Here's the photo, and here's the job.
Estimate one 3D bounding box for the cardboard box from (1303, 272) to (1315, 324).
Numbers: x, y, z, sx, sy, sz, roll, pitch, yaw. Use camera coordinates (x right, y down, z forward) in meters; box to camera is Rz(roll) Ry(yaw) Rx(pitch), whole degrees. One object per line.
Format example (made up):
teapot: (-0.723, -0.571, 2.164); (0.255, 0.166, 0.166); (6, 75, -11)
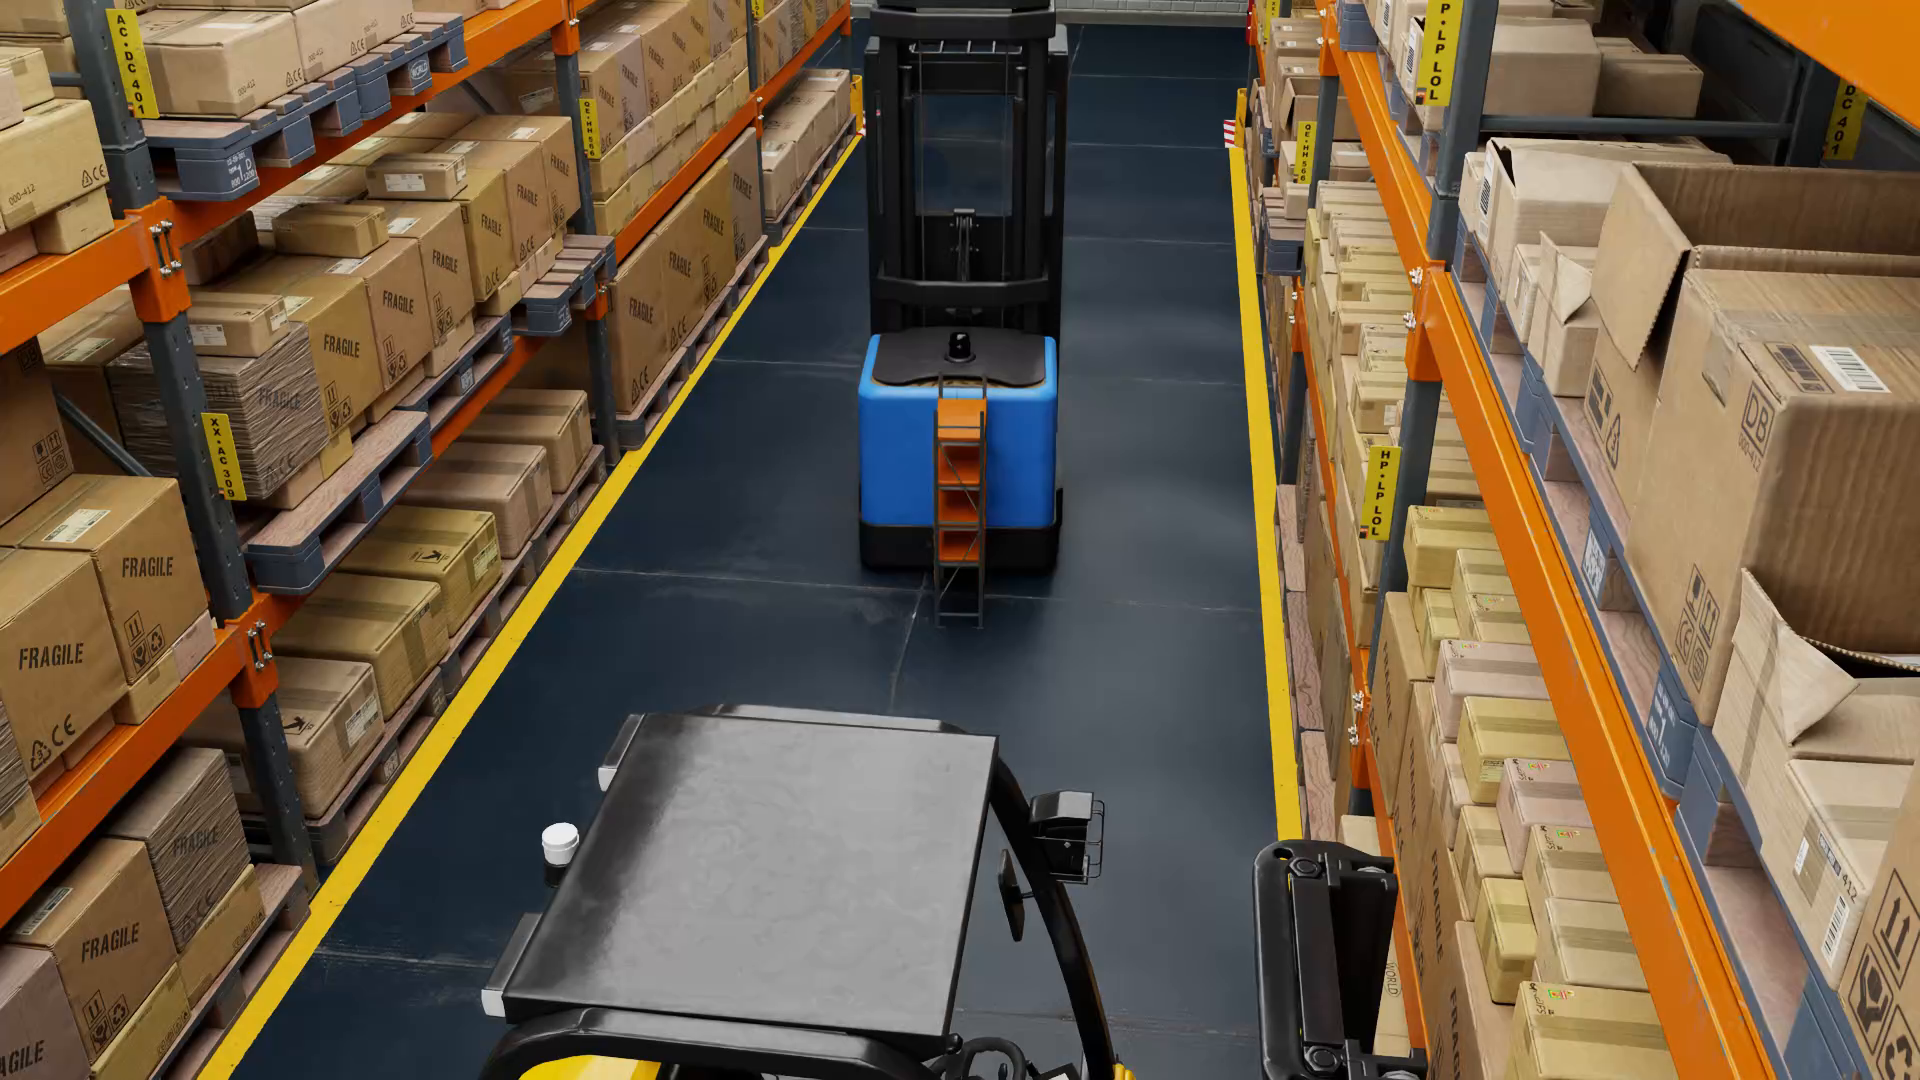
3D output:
cardboard box: (2.054, -1.266, 8.595); (0.500, 0.250, 0.500); (3, 29, 6)

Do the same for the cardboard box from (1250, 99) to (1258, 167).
cardboard box: (3.019, -3.694, 15.137); (0.700, 0.500, 0.500); (4, 29, 8)

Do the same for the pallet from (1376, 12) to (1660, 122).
pallet: (2.222, -1.913, 6.674); (1.003, 0.211, 1.213); (5, 29, 9)

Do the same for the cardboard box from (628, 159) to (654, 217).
cardboard box: (-2.221, -2.206, 10.340); (0.500, 0.250, 0.500); (3, 28, 5)

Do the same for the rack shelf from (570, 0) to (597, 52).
rack shelf: (-2.331, -3.759, 10.660); (1.077, 0.370, 4.000); (3, 28, 6)

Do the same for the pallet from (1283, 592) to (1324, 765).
pallet: (2.059, 0.659, 7.804); (1.003, 0.211, 1.213); (3, 28, 6)

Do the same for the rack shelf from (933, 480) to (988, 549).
rack shelf: (0.004, -0.137, 8.381); (0.258, 0.148, 0.480); (1, 28, 2)

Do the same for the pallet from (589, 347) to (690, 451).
pallet: (-2.404, -0.952, 10.795); (1.003, 0.211, 1.213); (3, 28, 6)

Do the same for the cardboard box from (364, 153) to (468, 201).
cardboard box: (-2.496, -1.672, 7.646); (0.380, 0.149, 0.250); (2, 28, 4)

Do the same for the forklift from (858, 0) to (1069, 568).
forklift: (0.042, -1.803, 9.506); (1.130, 2.935, 3.031); (1, 28, 2)

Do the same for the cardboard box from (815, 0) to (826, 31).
cardboard box: (-1.522, -4.903, 15.082); (0.500, 0.500, 0.500); (4, 29, 8)

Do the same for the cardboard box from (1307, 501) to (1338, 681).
cardboard box: (2.106, 0.252, 7.681); (0.875, 0.625, 0.625); (2, 28, 4)

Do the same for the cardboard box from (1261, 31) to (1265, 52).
cardboard box: (2.799, -4.314, 14.360); (0.380, 0.149, 0.250); (4, 29, 7)

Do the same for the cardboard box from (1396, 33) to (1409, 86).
cardboard box: (1.694, -1.618, 5.645); (0.380, 0.149, 0.250); (3, 28, 6)

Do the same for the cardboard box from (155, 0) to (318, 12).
cardboard box: (-2.545, -2.077, 5.968); (0.500, 0.250, 0.500); (3, 28, 5)

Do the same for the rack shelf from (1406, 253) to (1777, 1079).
rack shelf: (1.616, 0.294, 3.138); (1.077, 0.370, 4.000); (3, 28, 6)

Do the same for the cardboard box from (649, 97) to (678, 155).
cardboard box: (-2.131, -2.669, 10.672); (0.500, 0.250, 0.500); (3, 28, 6)

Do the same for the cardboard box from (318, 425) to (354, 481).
cardboard box: (-2.645, -0.364, 6.584); (0.380, 0.149, 0.250); (4, 29, 7)

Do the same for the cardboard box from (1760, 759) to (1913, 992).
cardboard box: (1.171, 0.393, 1.913); (0.380, 0.149, 0.250); (3, 28, 5)

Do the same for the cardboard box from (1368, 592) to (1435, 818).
cardboard box: (1.547, 0.506, 5.043); (0.500, 0.500, 0.500); (3, 28, 5)

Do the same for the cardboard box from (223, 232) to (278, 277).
cardboard box: (-3.108, -0.997, 7.076); (0.500, 0.500, 0.500); (4, 29, 8)

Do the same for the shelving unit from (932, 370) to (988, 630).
shelving unit: (0.004, -0.196, 8.349); (0.258, 1.200, 0.503); (1, 28, 2)

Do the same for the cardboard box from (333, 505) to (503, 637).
cardboard box: (-2.836, 0.128, 8.177); (0.950, 0.372, 0.625); (4, 29, 8)

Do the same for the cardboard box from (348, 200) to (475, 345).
cardboard box: (-2.537, -1.205, 7.461); (0.500, 0.500, 0.500); (2, 28, 4)

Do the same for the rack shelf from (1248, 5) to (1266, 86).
rack shelf: (3.086, -4.034, 14.334); (1.077, 0.370, 4.000); (3, 28, 6)

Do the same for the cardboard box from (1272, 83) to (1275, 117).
cardboard box: (2.290, -2.904, 11.176); (0.396, 0.266, 0.258); (5, 29, 9)

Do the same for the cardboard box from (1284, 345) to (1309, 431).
cardboard box: (2.189, -0.823, 9.807); (0.500, 0.500, 0.500); (4, 29, 8)

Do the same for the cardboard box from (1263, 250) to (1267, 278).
cardboard box: (2.558, -2.279, 12.511); (0.500, 0.500, 0.500); (5, 29, 8)

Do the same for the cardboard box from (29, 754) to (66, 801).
cardboard box: (-2.980, 0.702, 5.050); (0.380, 0.149, 0.250); (3, 28, 5)

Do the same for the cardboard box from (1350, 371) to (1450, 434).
cardboard box: (1.679, -0.513, 6.251); (0.380, 0.149, 0.250); (2, 28, 5)

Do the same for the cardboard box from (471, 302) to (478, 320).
cardboard box: (-2.544, -1.109, 7.967); (0.380, 0.149, 0.250); (4, 29, 7)

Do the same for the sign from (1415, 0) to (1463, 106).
sign: (1.321, -1.357, 4.567); (0.100, 0.325, 0.005); (3, 28, 6)

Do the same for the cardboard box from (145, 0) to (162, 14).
cardboard box: (-3.071, -1.891, 6.150); (0.500, 0.250, 0.500); (4, 29, 7)

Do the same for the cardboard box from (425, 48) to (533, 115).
cardboard box: (-2.772, -2.556, 9.672); (0.500, 0.500, 0.500); (3, 28, 5)

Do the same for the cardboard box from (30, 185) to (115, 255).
cardboard box: (-2.801, -0.974, 4.997); (0.380, 0.149, 0.250); (3, 29, 6)

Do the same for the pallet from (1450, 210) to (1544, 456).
pallet: (1.782, -0.522, 3.988); (1.003, 0.211, 1.213); (3, 28, 6)

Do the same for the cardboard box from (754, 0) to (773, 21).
cardboard box: (-1.787, -4.390, 13.077); (0.500, 0.500, 0.500); (4, 29, 7)

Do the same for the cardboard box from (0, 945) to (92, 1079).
cardboard box: (-2.994, 1.539, 4.897); (0.500, 0.500, 0.500); (5, 29, 9)

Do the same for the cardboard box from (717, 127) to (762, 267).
cardboard box: (-2.082, -2.649, 12.802); (0.875, 0.875, 0.875); (4, 29, 8)

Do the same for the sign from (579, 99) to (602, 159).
sign: (-2.036, -2.261, 9.147); (0.100, 0.325, 0.005); (3, 28, 6)

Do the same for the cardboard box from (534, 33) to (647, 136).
cardboard box: (-2.221, -2.750, 10.031); (0.500, 0.500, 0.500); (3, 29, 6)

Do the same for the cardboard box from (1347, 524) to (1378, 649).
cardboard box: (1.663, 0.170, 5.930); (0.500, 0.250, 0.500); (4, 29, 7)

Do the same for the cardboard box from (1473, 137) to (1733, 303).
cardboard box: (1.517, -0.777, 3.912); (0.500, 0.311, 0.500); (4, 29, 7)

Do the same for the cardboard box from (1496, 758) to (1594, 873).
cardboard box: (1.448, 0.639, 3.797); (0.380, 0.149, 0.250); (3, 28, 6)

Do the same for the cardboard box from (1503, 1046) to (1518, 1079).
cardboard box: (1.268, 1.125, 3.210); (0.380, 0.149, 0.250); (4, 29, 7)

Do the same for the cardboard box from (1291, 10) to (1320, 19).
cardboard box: (2.782, -4.199, 13.726); (0.500, 0.250, 0.500); (3, 28, 6)

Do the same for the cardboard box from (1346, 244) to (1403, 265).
cardboard box: (1.962, -1.231, 7.584); (0.380, 0.149, 0.250); (4, 29, 7)

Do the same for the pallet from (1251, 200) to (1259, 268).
pallet: (2.926, -2.505, 13.677); (1.003, 0.211, 1.213); (3, 28, 6)

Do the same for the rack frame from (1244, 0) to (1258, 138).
rack frame: (3.331, -5.292, 15.911); (1.000, 3.000, 0.127); (3, 28, 6)

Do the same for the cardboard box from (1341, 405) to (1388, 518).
cardboard box: (1.723, -0.286, 6.250); (0.500, 0.250, 0.500); (3, 28, 5)
